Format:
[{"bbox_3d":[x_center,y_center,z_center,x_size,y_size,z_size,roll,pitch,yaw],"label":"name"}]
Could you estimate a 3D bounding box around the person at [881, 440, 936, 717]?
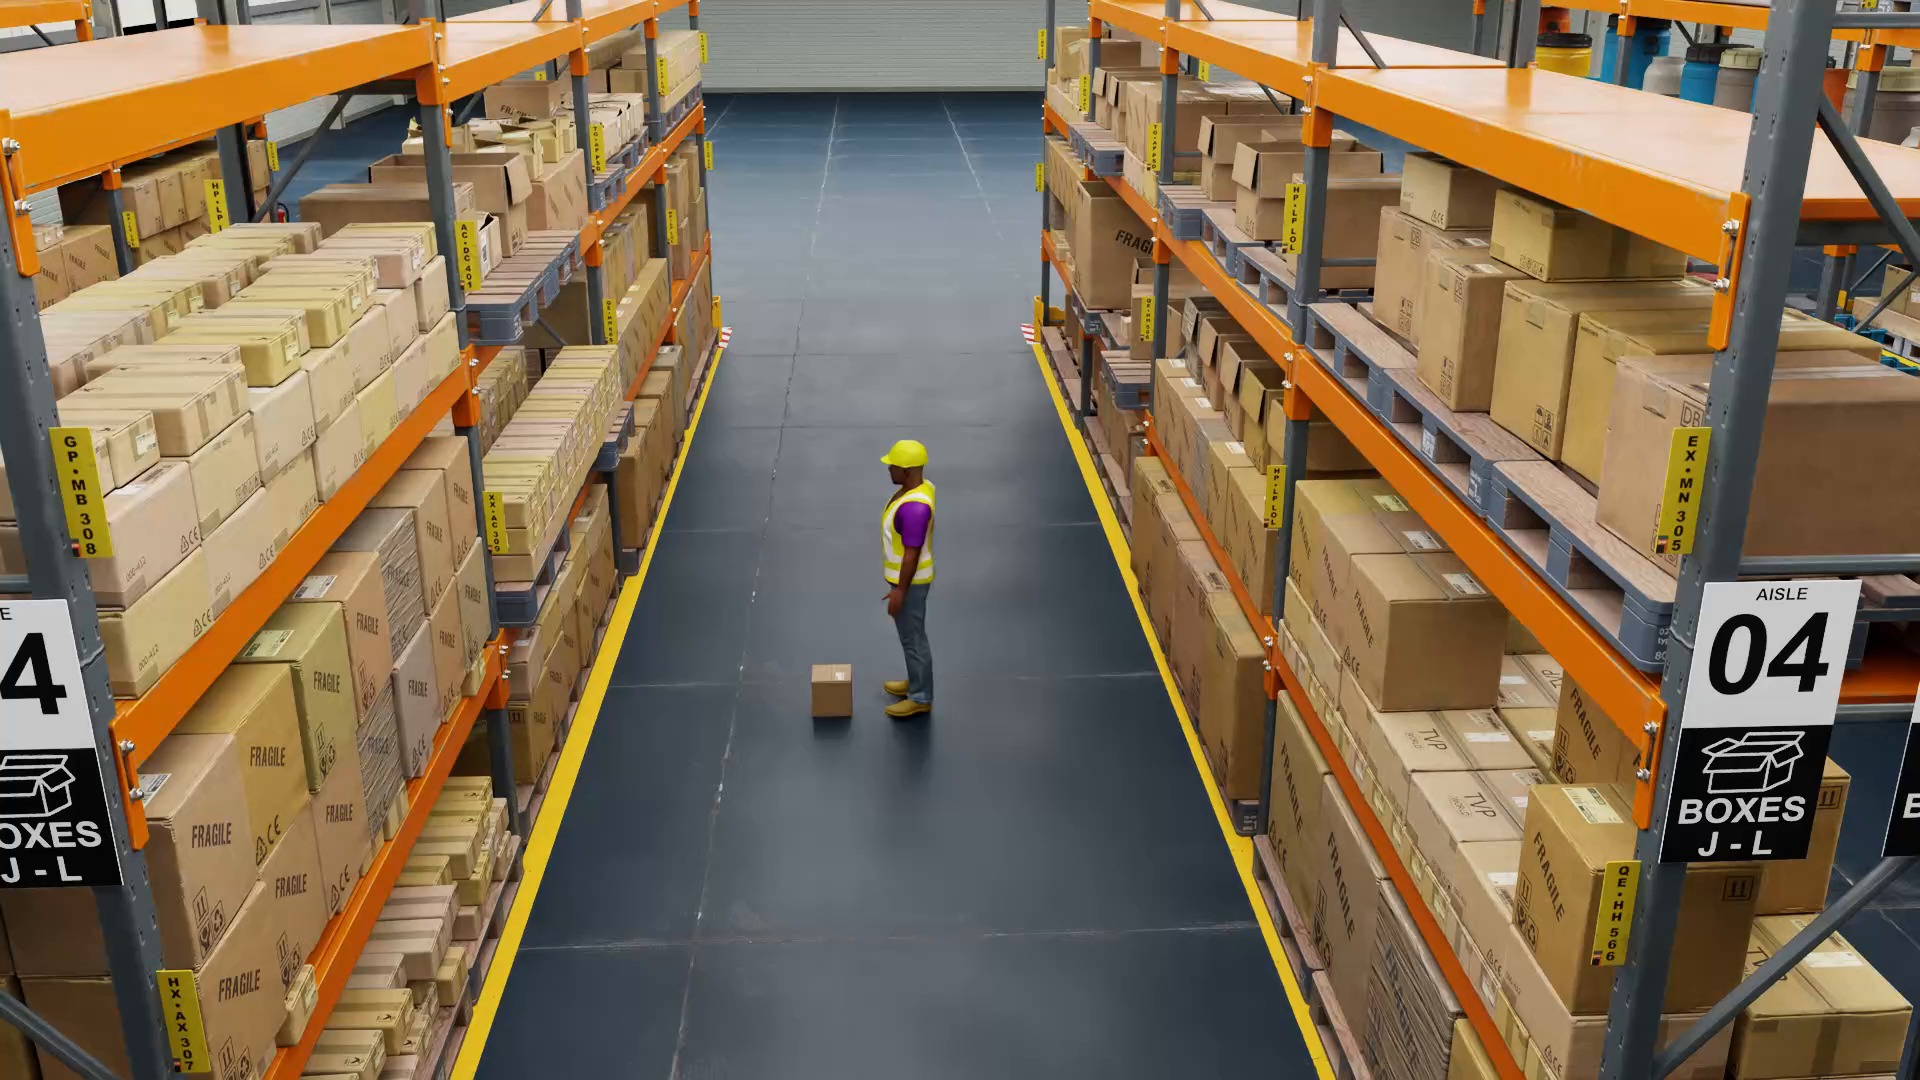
[{"bbox_3d":[-0.320,0.226,10.376,0.348,1.769,0.579,0,20,-1],"label":"person"}]
